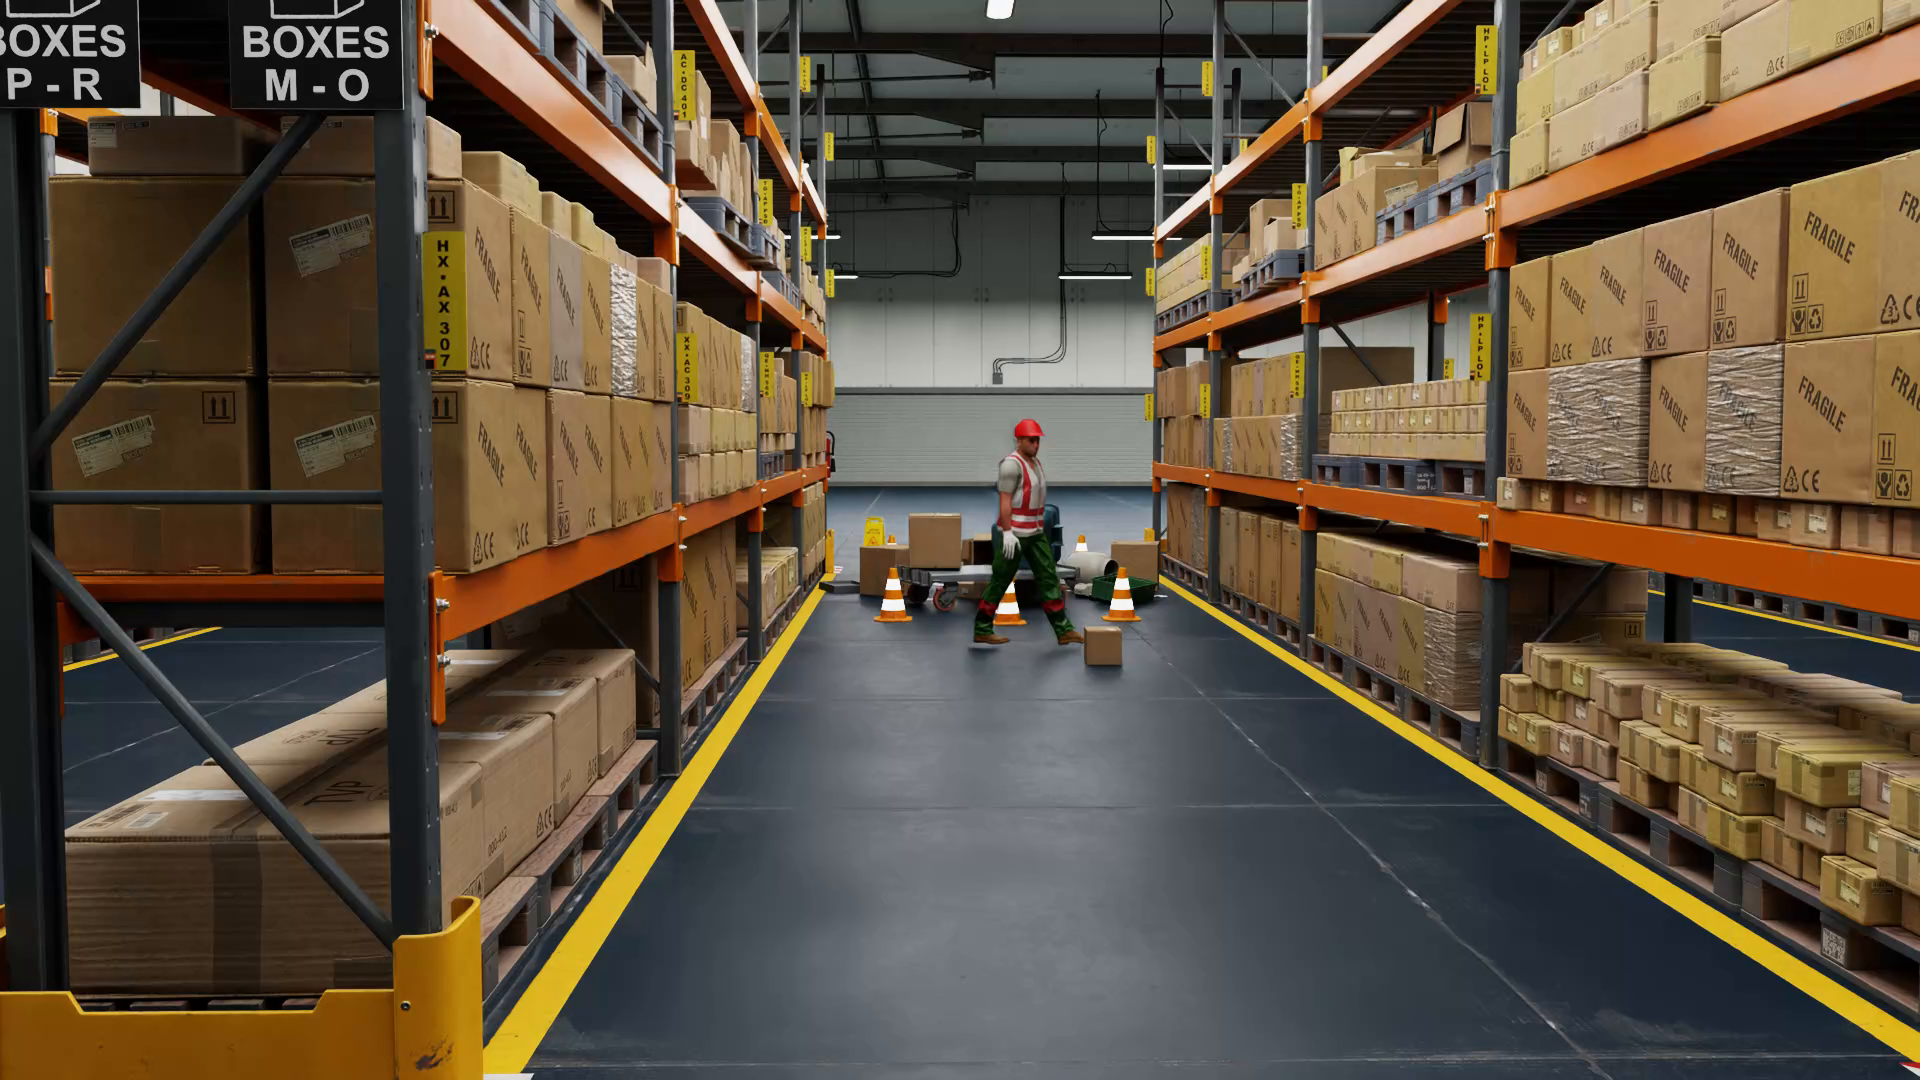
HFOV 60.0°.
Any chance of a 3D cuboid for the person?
[{"bbox_3d":[0.534,0.059,12.759,0.889,1.512,0.616,2,4,32],"label":"person"}]
